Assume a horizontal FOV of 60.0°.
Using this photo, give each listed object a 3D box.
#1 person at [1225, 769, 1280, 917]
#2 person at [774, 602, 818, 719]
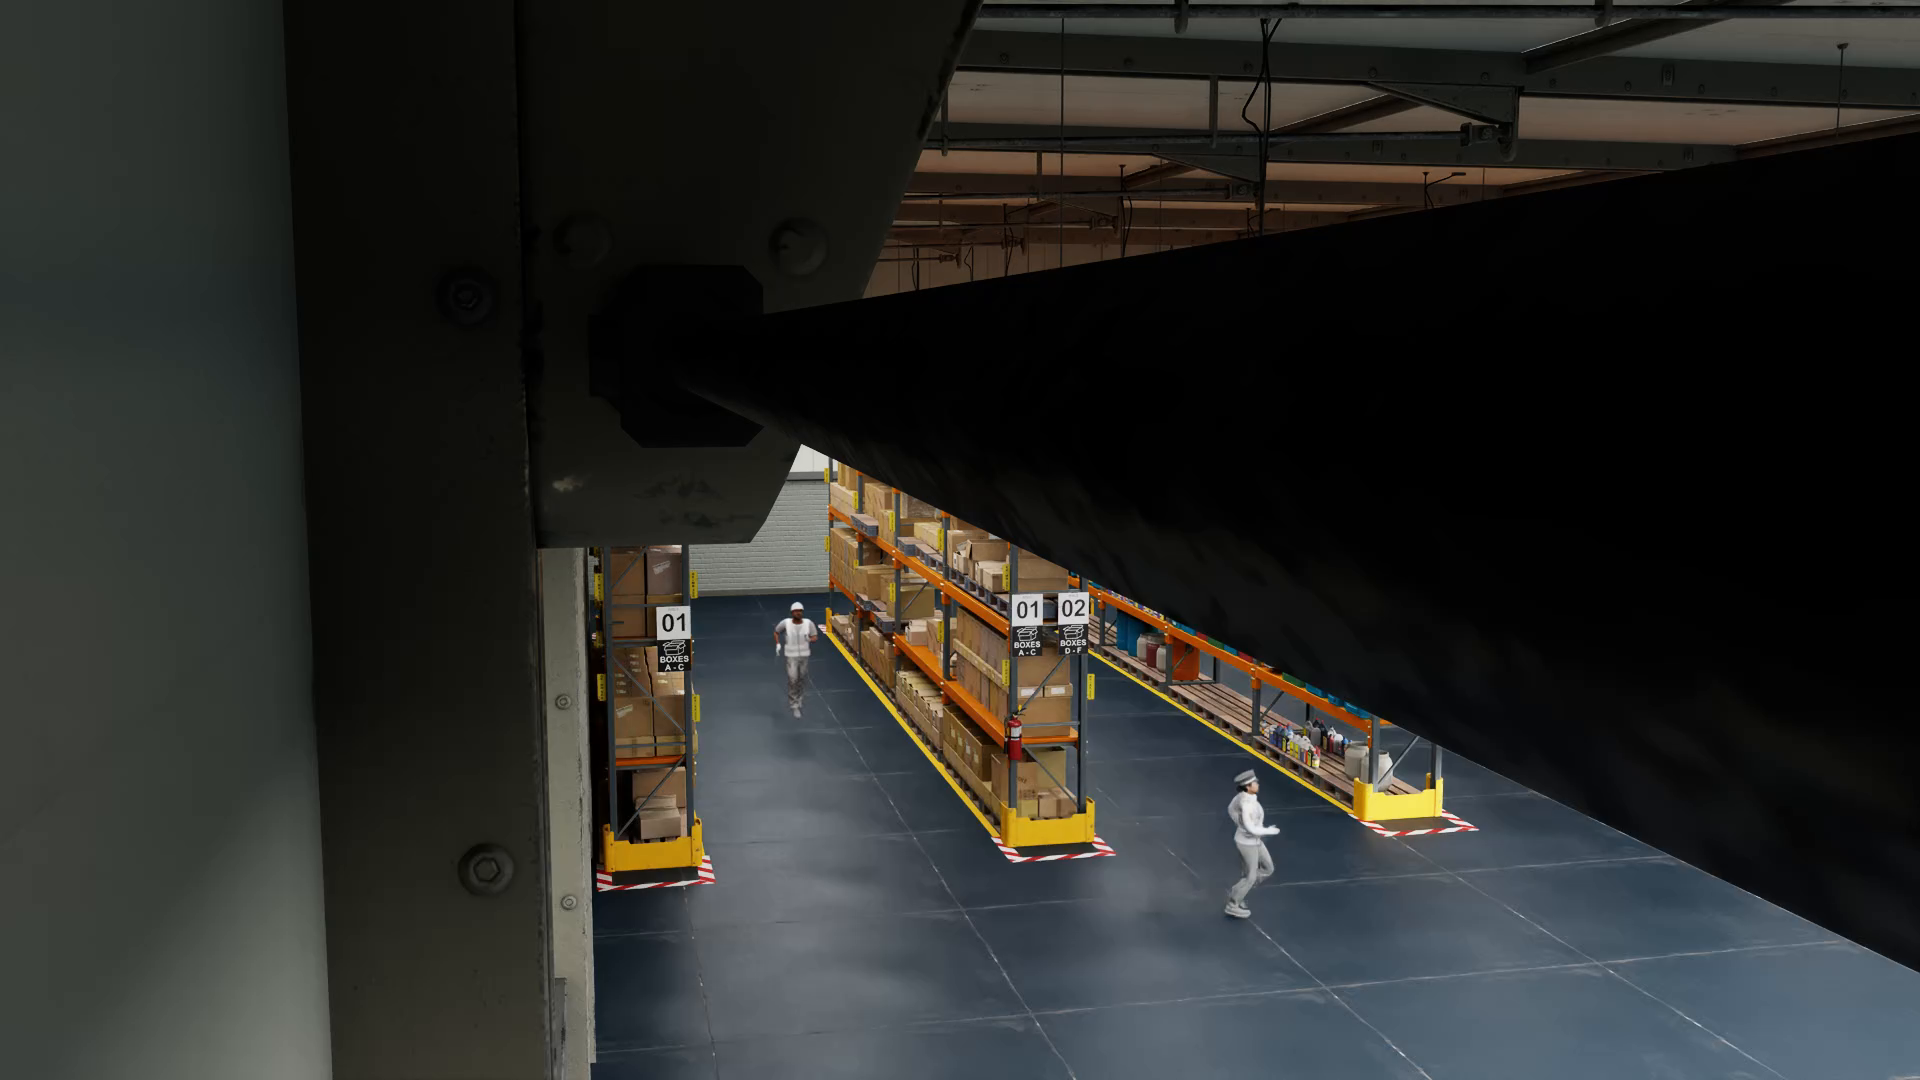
[{"bbox_3d":[3.226,3.332,18.317,0.584,1.660,0.595,1,7,10],"label":"person"},{"bbox_3d":[-2.663,1.939,27.239,0.674,1.848,0.823,-2,7,-20],"label":"person"}]
